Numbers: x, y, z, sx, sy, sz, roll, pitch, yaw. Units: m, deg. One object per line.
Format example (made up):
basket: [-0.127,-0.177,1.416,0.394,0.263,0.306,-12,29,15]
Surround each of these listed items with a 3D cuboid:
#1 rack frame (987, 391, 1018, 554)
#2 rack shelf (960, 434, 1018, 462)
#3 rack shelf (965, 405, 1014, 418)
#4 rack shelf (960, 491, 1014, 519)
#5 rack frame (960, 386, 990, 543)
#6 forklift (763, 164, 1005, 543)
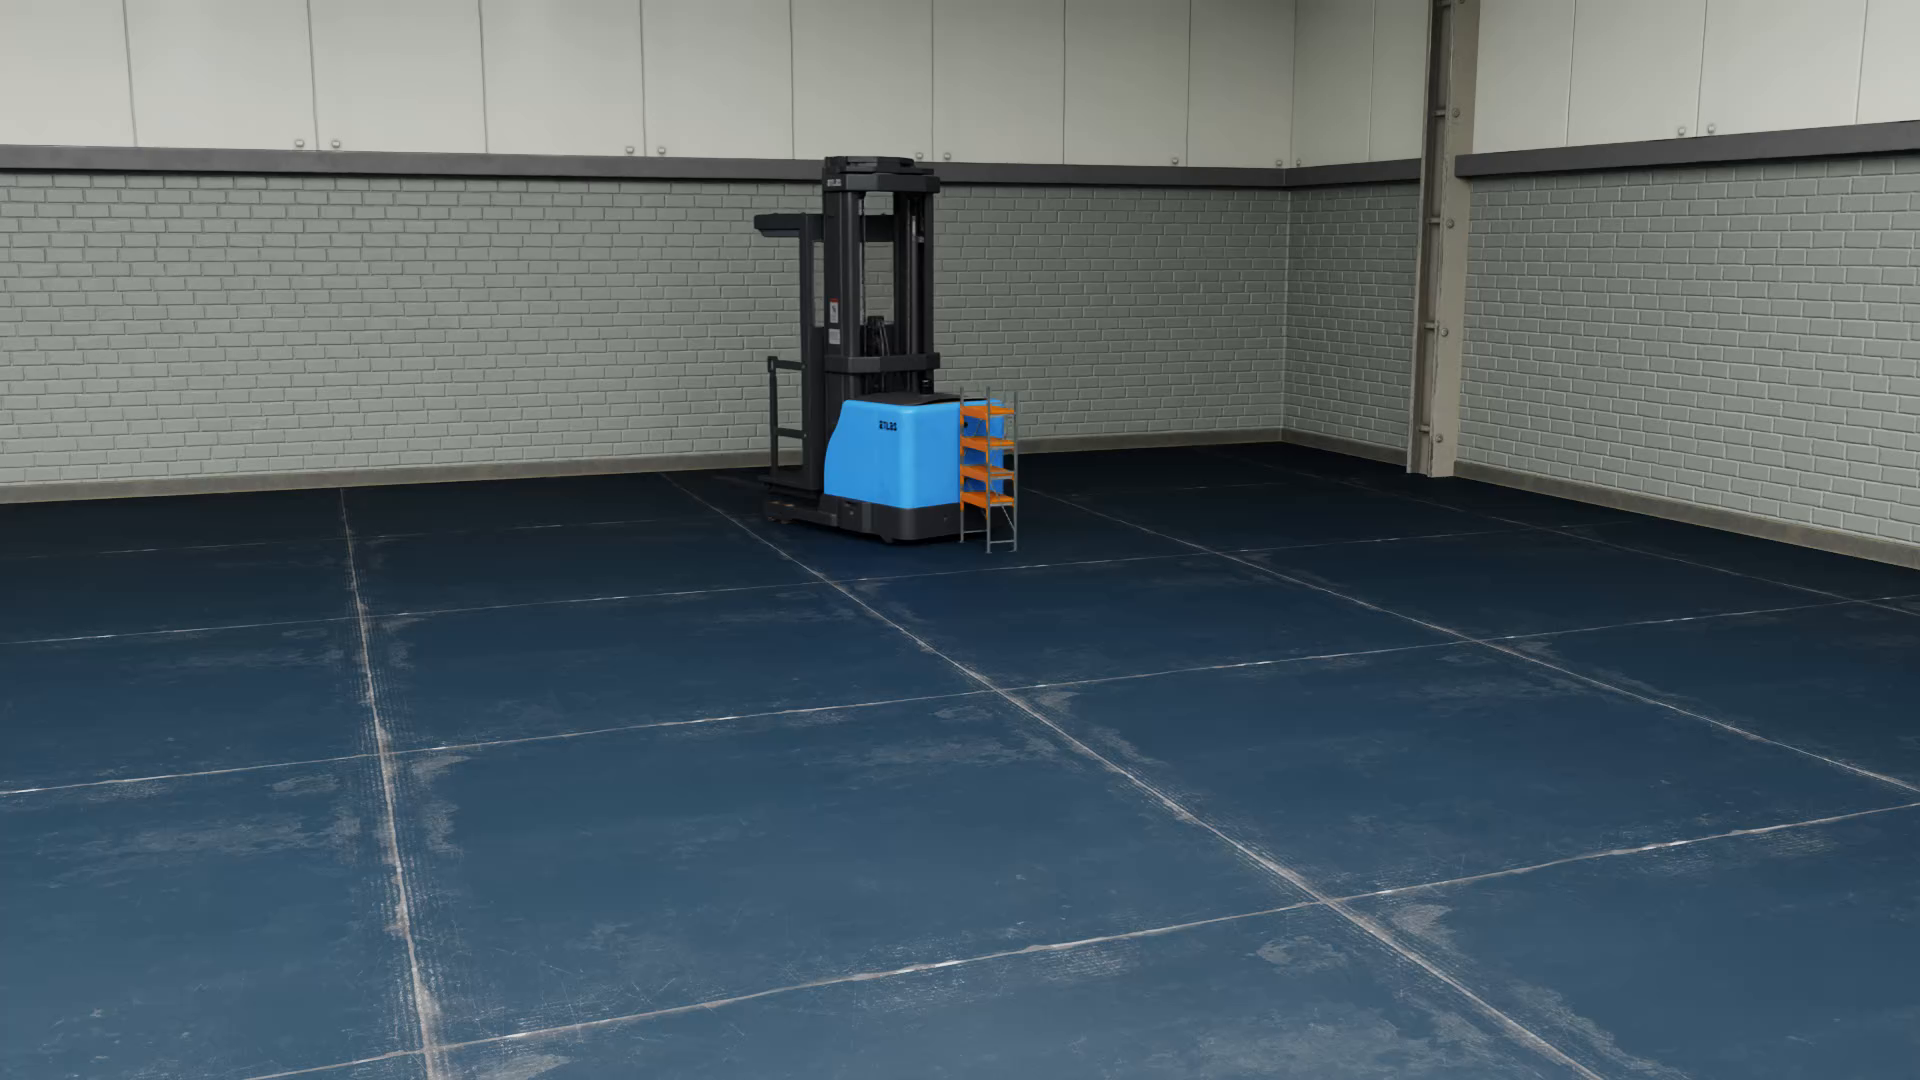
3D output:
rack frame: [0.311,-0.496,12.283,0.240,1.200,0.015,-4,11,-23]
rack shelf: [0.214,-0.689,12.476,0.258,0.148,0.480,-4,11,-23]
rack shelf: [0.214,-0.961,12.428,0.221,0.050,0.457,-4,11,-23]
rack shelf: [0.214,-0.274,12.550,0.258,0.148,0.480,-4,11,-23]
rack frame: [0.116,-0.574,12.724,0.240,1.200,0.015,-4,11,-23]
forklift: [-0.628,-1.519,13.274,1.129,2.867,1.939,-8,13,-40]
